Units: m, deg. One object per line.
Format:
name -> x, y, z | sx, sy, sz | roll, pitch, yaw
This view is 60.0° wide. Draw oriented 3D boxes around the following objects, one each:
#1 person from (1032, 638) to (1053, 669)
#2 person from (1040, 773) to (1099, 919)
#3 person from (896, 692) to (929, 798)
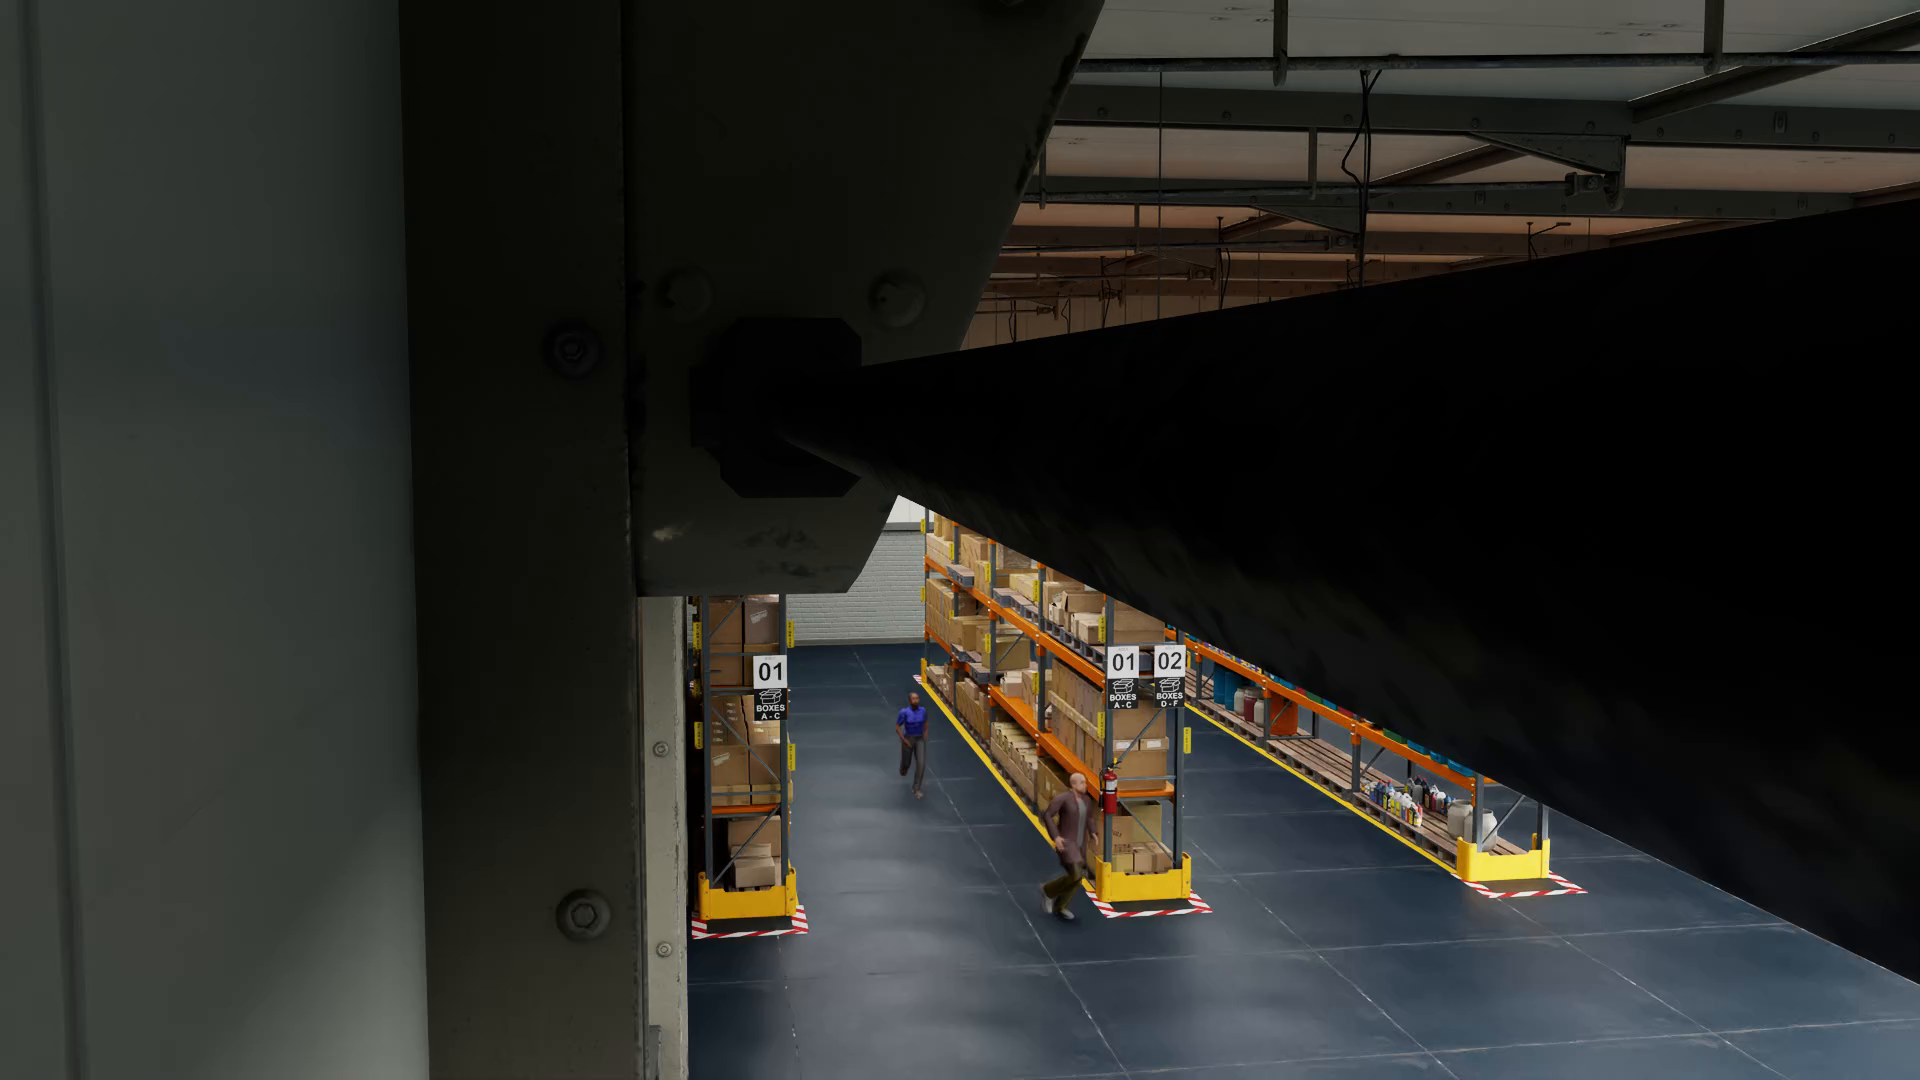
person -> 1.822, 2.345, 35.719 | 0.579, 1.738, 0.782 | -2, 5, -17
person -> 1.382, 3.693, 20.200 | 0.599, 1.722, 0.729 | 5, 7, 45
person -> -0.744, 3.230, 26.446 | 0.568, 1.623, 0.867 | -1, 5, -13
